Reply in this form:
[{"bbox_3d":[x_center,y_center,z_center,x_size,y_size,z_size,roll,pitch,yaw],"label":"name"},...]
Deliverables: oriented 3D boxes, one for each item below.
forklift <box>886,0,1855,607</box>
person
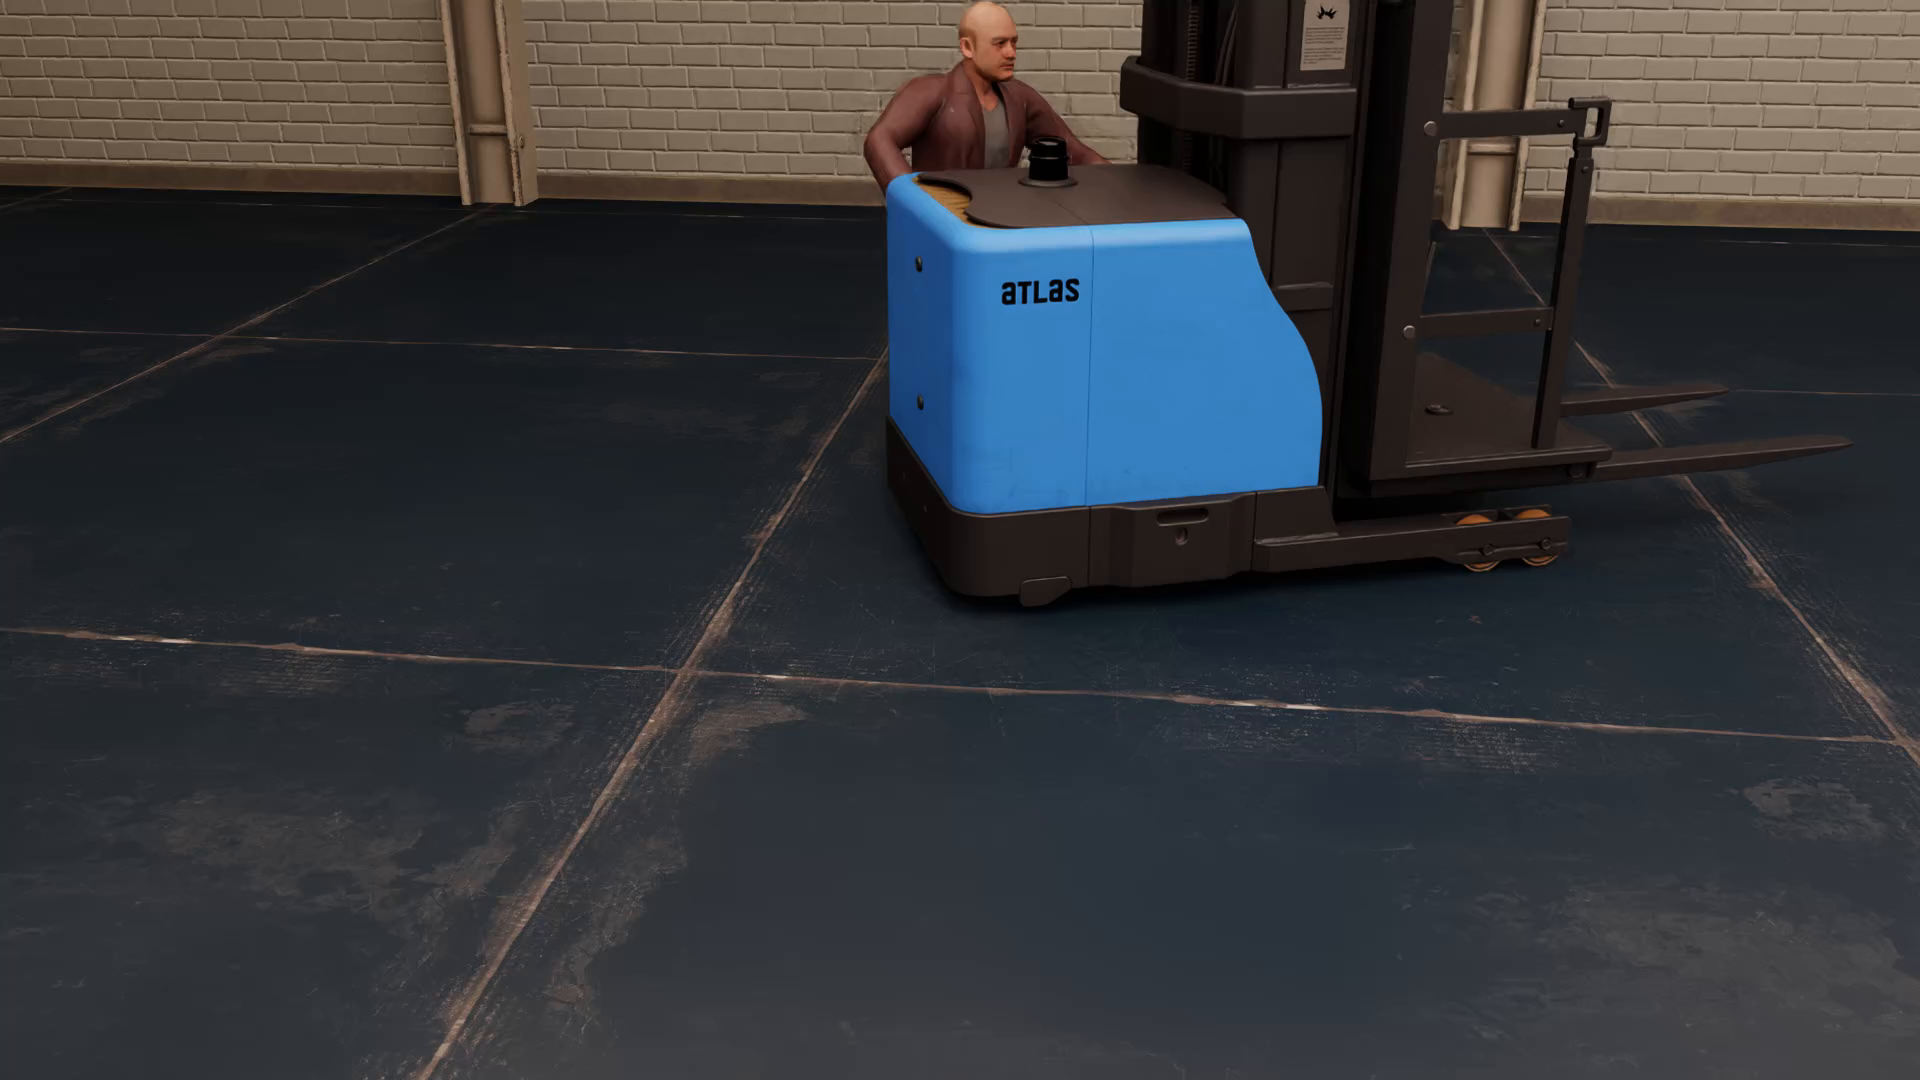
[{"bbox_3d":[1.336,-1.451,4.858,3.031,2.935,1.130,-5,23,-13],"label":"forklift"},{"bbox_3d":[0.218,-0.961,5.517,0.896,1.544,0.944,18,28,37],"label":"person"}]
